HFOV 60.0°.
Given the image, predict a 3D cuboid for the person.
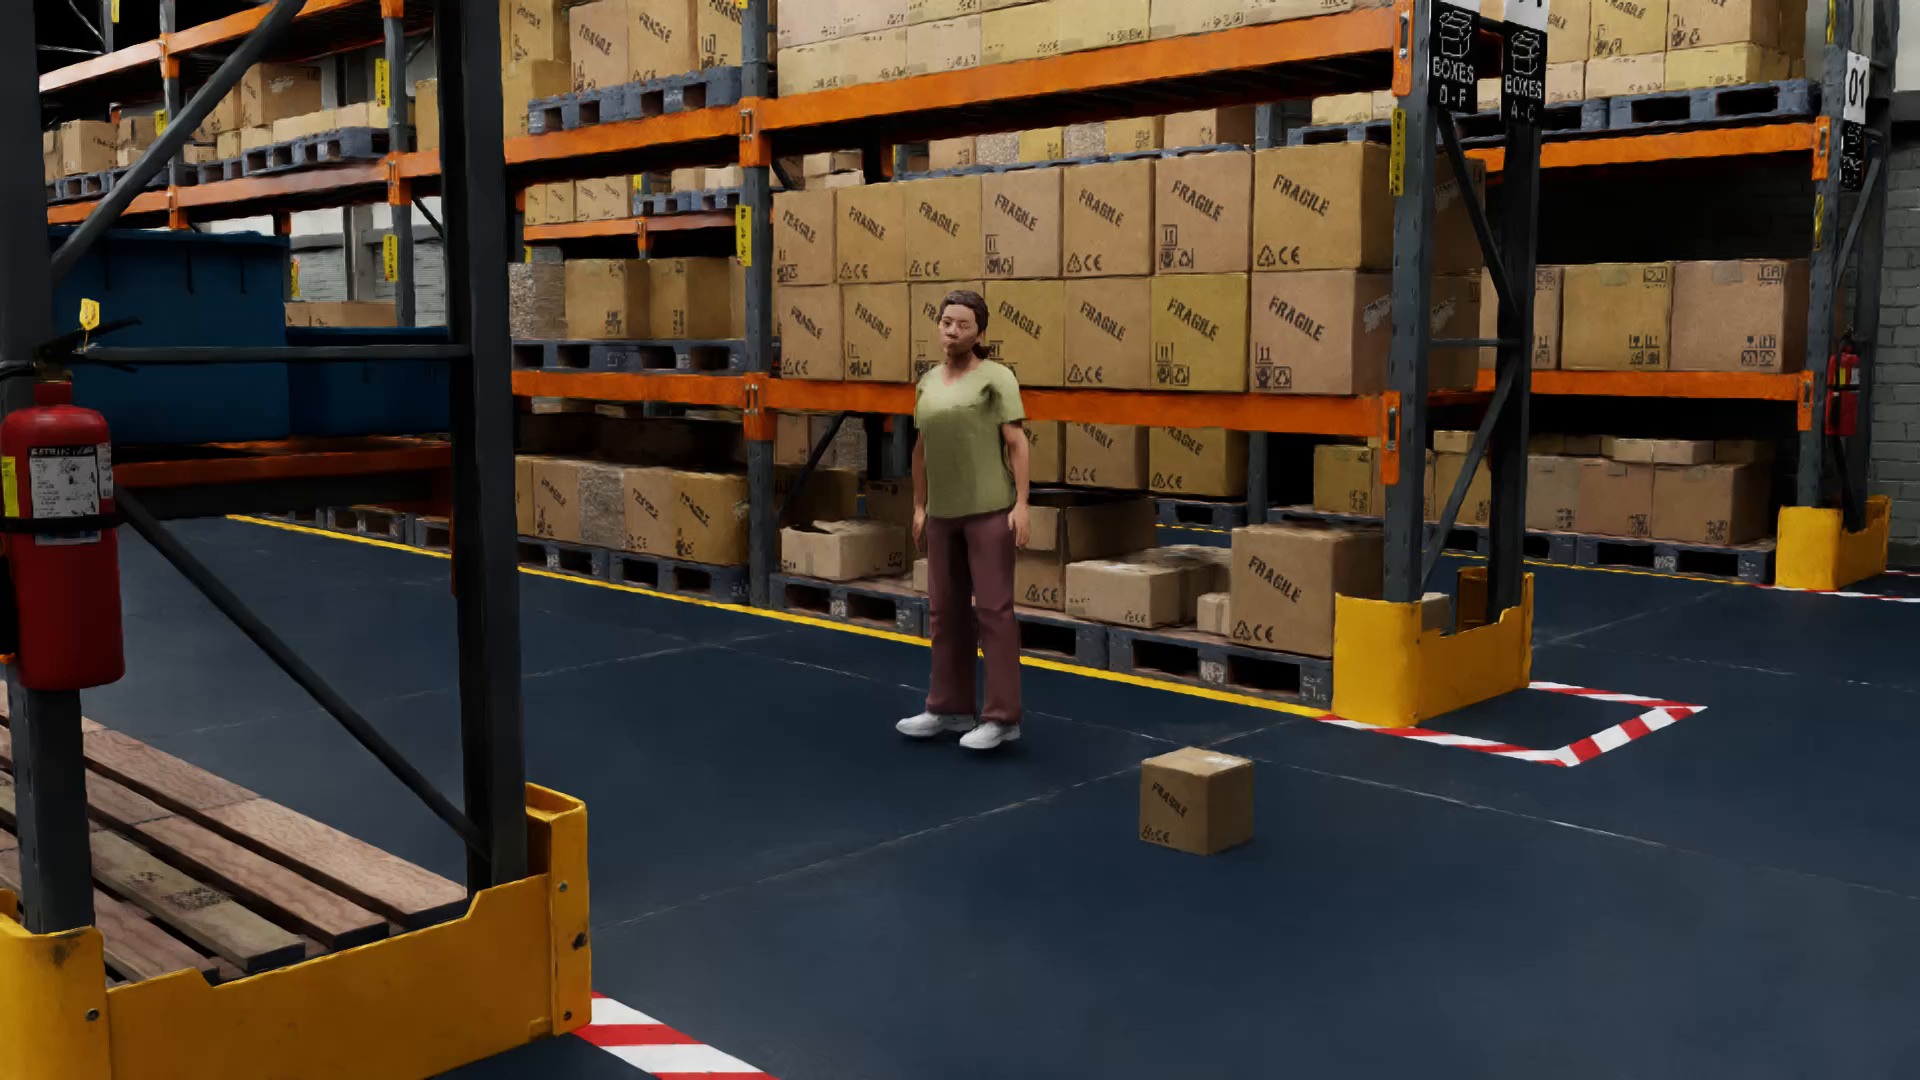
[{"bbox_3d":[0.023,-0.075,6.151,0.572,1.680,0.388,5,9,34],"label":"person"}]
